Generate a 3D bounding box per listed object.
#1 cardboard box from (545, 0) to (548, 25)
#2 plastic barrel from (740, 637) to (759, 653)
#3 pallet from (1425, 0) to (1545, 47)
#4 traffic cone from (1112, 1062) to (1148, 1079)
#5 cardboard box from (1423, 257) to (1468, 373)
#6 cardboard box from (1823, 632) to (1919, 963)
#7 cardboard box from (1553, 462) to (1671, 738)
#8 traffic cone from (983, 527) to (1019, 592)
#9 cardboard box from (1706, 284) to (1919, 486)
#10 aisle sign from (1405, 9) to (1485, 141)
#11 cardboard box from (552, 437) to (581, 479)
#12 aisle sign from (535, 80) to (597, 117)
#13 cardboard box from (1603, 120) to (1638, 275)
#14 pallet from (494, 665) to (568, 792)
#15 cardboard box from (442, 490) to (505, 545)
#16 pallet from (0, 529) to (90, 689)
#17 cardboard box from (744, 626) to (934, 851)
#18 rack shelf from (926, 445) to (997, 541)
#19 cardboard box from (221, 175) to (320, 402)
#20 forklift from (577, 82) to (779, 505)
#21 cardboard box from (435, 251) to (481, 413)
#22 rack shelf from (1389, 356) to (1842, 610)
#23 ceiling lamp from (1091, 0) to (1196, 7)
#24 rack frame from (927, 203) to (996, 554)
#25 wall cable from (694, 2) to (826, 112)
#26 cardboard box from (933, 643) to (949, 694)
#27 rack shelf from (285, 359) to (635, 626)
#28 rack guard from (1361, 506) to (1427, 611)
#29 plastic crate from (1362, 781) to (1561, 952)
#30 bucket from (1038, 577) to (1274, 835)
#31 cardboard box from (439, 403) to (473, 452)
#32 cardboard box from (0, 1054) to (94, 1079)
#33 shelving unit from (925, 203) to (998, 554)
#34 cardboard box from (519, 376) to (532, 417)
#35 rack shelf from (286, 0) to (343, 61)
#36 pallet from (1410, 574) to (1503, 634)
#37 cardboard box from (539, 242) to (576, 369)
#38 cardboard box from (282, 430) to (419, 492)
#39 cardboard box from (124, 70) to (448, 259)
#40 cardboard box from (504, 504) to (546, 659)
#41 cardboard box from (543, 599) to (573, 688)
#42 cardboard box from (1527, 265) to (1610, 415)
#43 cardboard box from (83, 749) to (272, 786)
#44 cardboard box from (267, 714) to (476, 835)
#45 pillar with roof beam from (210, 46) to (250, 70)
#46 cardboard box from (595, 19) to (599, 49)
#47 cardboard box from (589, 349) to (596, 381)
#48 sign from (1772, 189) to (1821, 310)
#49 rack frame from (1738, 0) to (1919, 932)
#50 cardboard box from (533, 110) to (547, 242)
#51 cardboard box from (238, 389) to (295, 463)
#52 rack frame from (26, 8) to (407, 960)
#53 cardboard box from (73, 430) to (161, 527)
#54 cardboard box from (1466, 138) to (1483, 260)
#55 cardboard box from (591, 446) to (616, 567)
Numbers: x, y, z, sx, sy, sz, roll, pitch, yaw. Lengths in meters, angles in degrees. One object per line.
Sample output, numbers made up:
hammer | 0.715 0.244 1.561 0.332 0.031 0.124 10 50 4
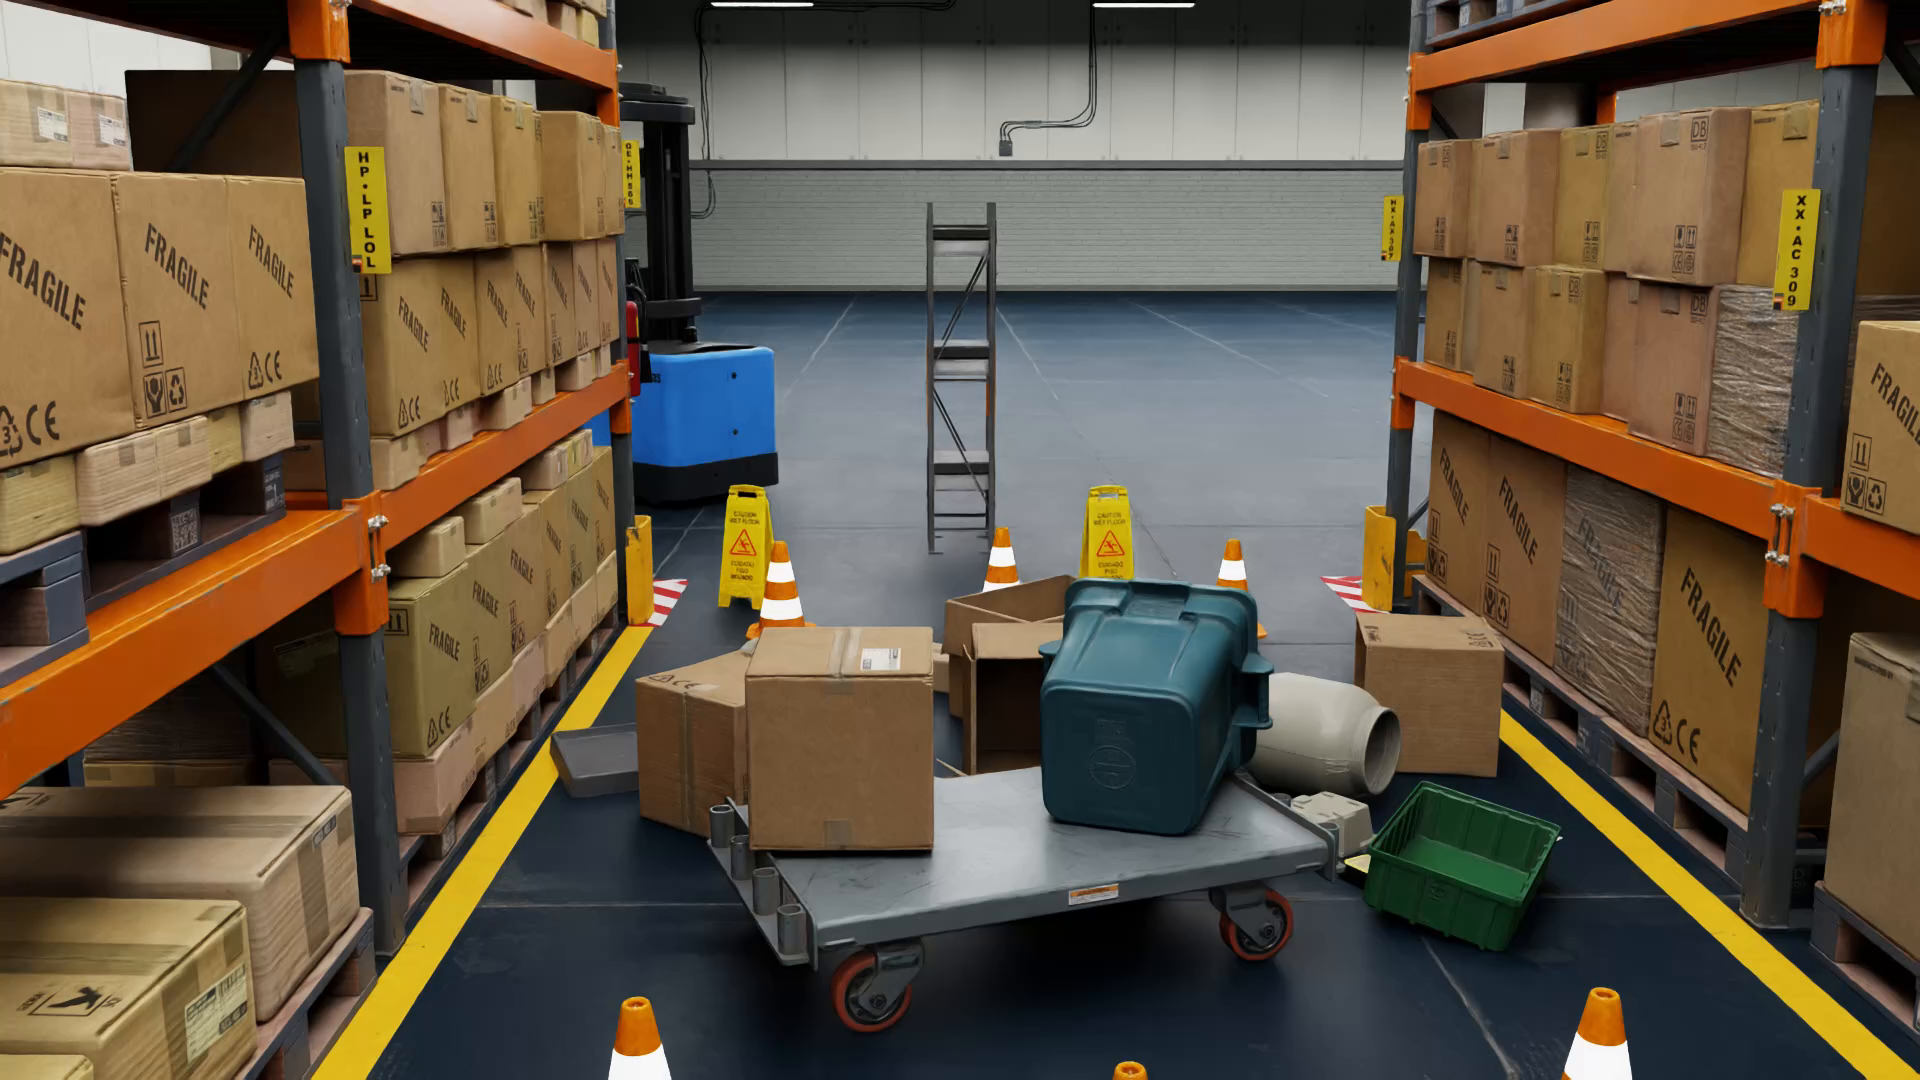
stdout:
cardboard box | -1.952 -2.212 7.004 0.380 0.149 0.250 0 11 -1
plastic barrel | -0.631 0.580 6.638 0.512 0.421 0.421 9 15 38
pallet | 2.785 -2.407 7.558 1.003 0.211 1.213 0 11 -1
traffic cone | 0.326 1.245 3.257 0.336 0.463 0.334 0 11 -1
cardboard box | 2.812 -1.128 8.196 0.875 0.550 0.550 0 11 -1
cardboard box | 2.945 0.687 4.230 1.050 0.750 0.750 0 11 -1
cardboard box | 2.877 0.198 6.325 0.875 0.875 0.875 0 11 -1
traffic cone | 0.214 0.164 8.587 0.336 0.463 0.334 0 11 -1
cardboard box | 2.823 -0.479 5.001 0.875 0.550 0.550 0 11 -1
aisle sign | 2.458 -2.415 8.379 0.394 0.787 0.004 0 11 -1
cardboard box | -1.833 -0.350 7.083 0.380 0.149 0.250 0 11 0
aisle sign | -1.899 -2.375 8.183 0.394 0.787 0.004 0 11 -1
cardboard box | 2.868 -1.226 5.963 0.875 0.550 0.550 0 11 -1
pallet | -2.182 0.698 6.588 1.003 0.211 1.213 0 11 -1
cardboard box | -1.802 -0.082 5.759 0.380 0.149 0.250 0 11 1
pallet | -2.104 0.204 2.494 1.003 0.211 1.213 0 11 -1
cardboard box | -0.326 0.548 4.694 0.500 0.500 0.500 0 11 -1
rack shelf | 0.003 -0.297 10.330 0.431 0.518 0.480 0 11 -1
cardboard box | -1.866 -0.602 3.926 0.500 0.500 0.500 0 11 -2
forklift | -2.793 -1.898 12.540 3.031 2.935 1.130 9 15 39
cardboard box | -1.869 -0.675 5.344 0.500 0.500 0.500 0 11 -1
rack shelf | 2.801 -0.378 6.686 1.077 0.370 4.000 0 11 -1
ceiling lamp | 3.560 -11.970 32.248 2.000 3.185 0.800 0 11 -1
rack frame | 0.008 -0.948 9.949 0.400 2.100 0.015 0 11 -1
wall cable | -4.691 -11.383 39.143 3.097 2.526 0.112 0 11 -1
cardboard box | -0.141 0.562 7.416 0.380 0.149 0.250 6 13 28
rack shelf | -2.146 -0.337 6.487 1.077 0.370 4.000 0 11 -1
rack guard | 2.759 0.092 8.846 1.175 0.500 0.348 0 11 -1
plastic crate | 1.529 0.988 5.072 0.450 0.188 0.662 17 18 26
bucket | 0.534 0.509 4.916 0.726 0.611 0.620 4 22 18
cardboard box | -1.854 -0.385 5.545 0.380 0.149 0.250 0 11 1
cardboard box | -2.057 1.175 2.775 0.950 0.372 0.625 0 11 1
shelving unit | 0.003 -0.996 10.188 0.431 2.100 0.503 0 11 -1
cardboard box | -1.841 -0.537 6.295 0.380 0.149 0.250 0 11 -1
rack shelf | -2.063 -1.012 2.269 1.077 0.370 4.000 0 11 -1
pallet | 2.854 0.397 8.069 1.003 0.211 1.213 0 11 -1
cardboard box | -1.888 -0.976 6.828 0.500 0.500 0.500 0 11 -1
cardboard box | -1.791 -0.233 4.796 0.380 0.149 0.250 0 11 -1
cardboard box | -1.897 -1.065 4.752 0.700 0.500 0.500 0 11 -2
cardboard box | -1.879 0.154 6.228 0.500 0.500 0.500 0 11 2
cardboard box | -1.883 0.421 6.799 0.500 0.250 0.500 -1 11 -3
cardboard box | 2.784 -0.801 6.588 0.875 0.550 0.500 0 11 -1
cardboard box | -2.386 0.733 5.261 0.500 0.250 0.500 0 11 1
cardboard box | -1.847 0.731 5.271 0.500 0.250 0.500 -1 11 -4
pillar with roof beam | -3.981 -6.267 18.819 9.100 9.000 0.400 0 11 -1
cardboard box | -1.900 -2.365 7.758 0.380 0.149 0.250 0 11 -1
cardboard box | -1.866 -0.790 7.540 0.380 0.149 0.250 0 11 -2
sign | 2.287 -0.793 4.548 0.100 0.325 0.005 0 11 -1
rack frame | 2.842 -0.333 4.655 1.000 3.000 0.127 0 11 -1
cardboard box | -1.971 -1.370 6.254 0.700 0.500 0.500 0 11 -2
cardboard box | -1.818 -0.274 3.940 0.380 0.149 0.250 0 11 0
rack frame | -2.105 -0.292 4.455 1.000 3.000 0.127 0 11 -1
cardboard box | -1.780 -0.120 3.180 0.380 0.149 0.250 0 11 -1
cardboard box | 2.832 -1.548 7.550 0.875 0.550 0.550 0 11 -1
cardboard box | -1.910 -0.155 7.752 0.500 0.500 0.500 0 11 -1
